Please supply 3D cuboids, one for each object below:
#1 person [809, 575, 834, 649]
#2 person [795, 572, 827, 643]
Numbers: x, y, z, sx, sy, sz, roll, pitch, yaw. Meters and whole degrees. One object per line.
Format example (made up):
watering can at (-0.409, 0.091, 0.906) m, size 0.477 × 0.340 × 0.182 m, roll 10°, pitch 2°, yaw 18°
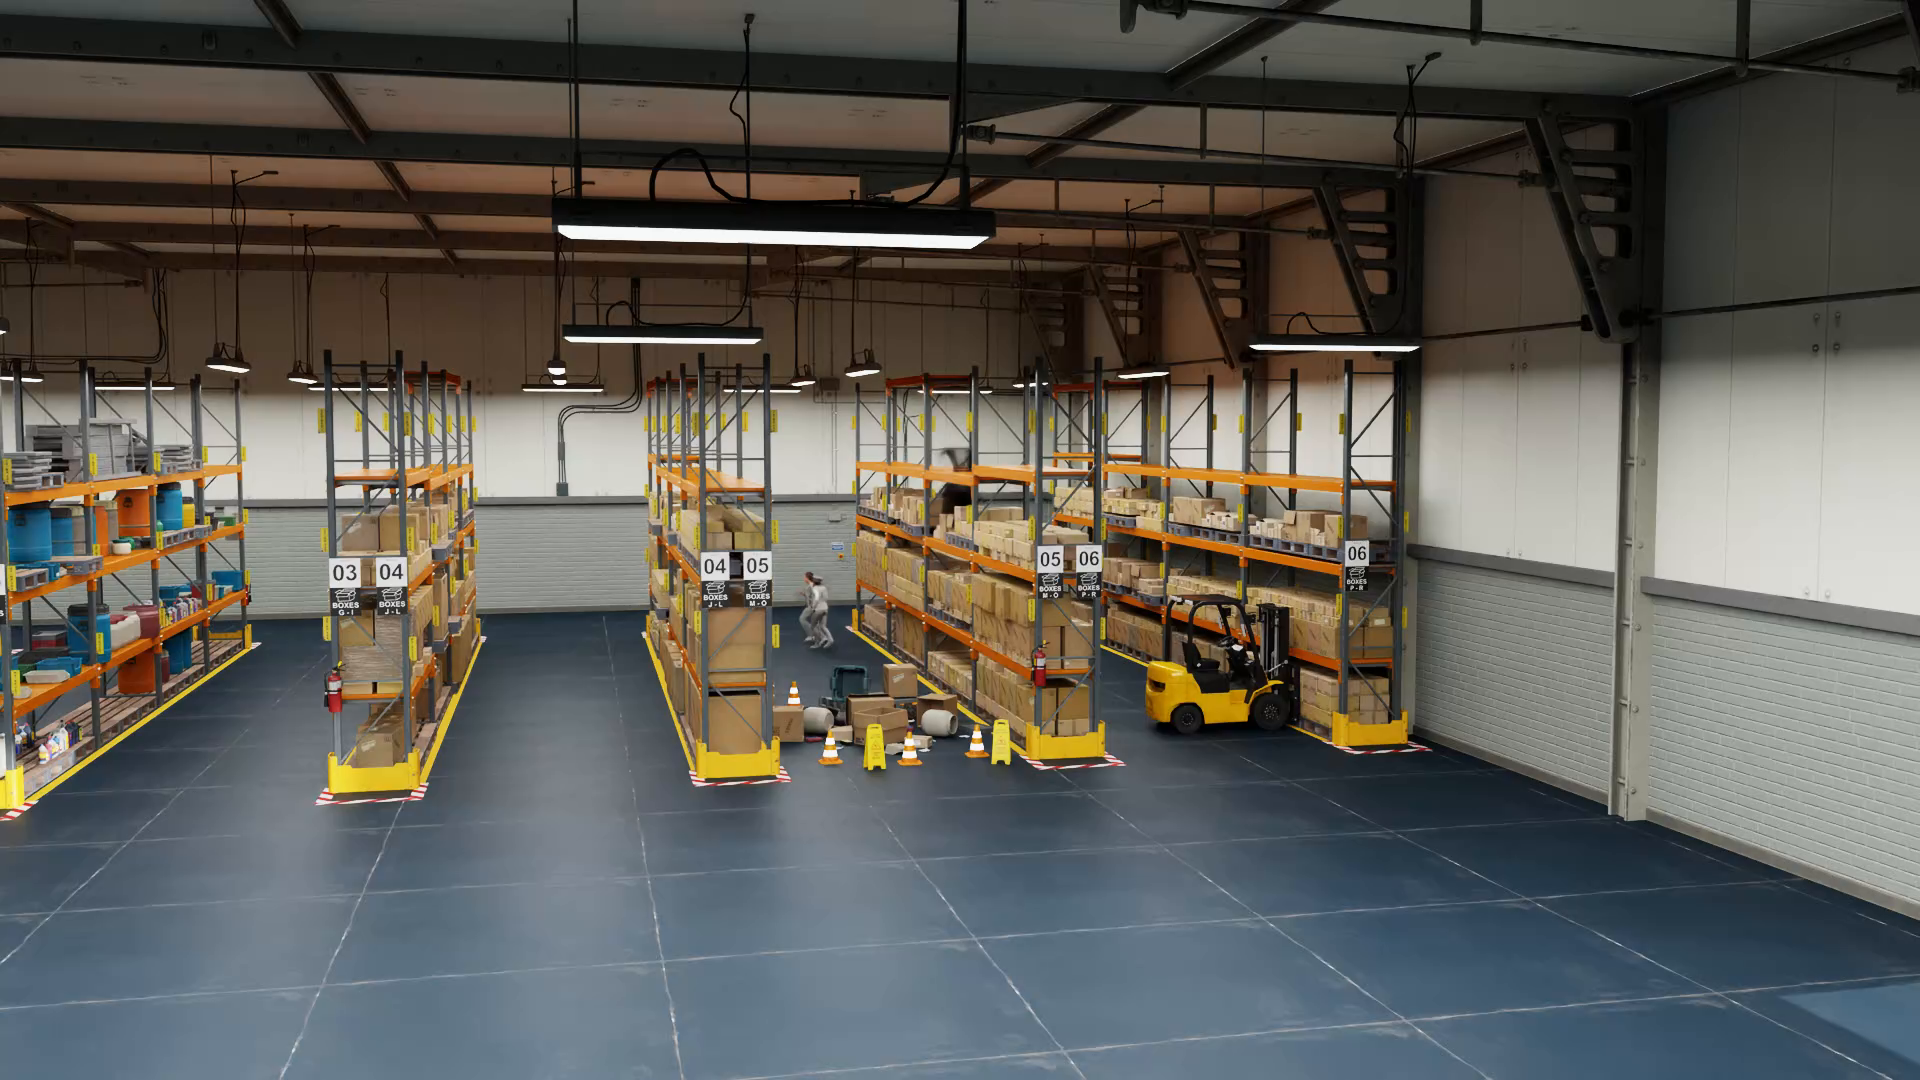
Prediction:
person at (-3.032, 1.612, 36.848) m, size 0.800 × 1.651 × 0.584 m, roll 4°, pitch 5°, yaw 42°
person at (-3.355, 1.547, 38.074) m, size 0.843 × 1.632 × 0.478 m, roll 2°, pitch 4°, yaw 21°
